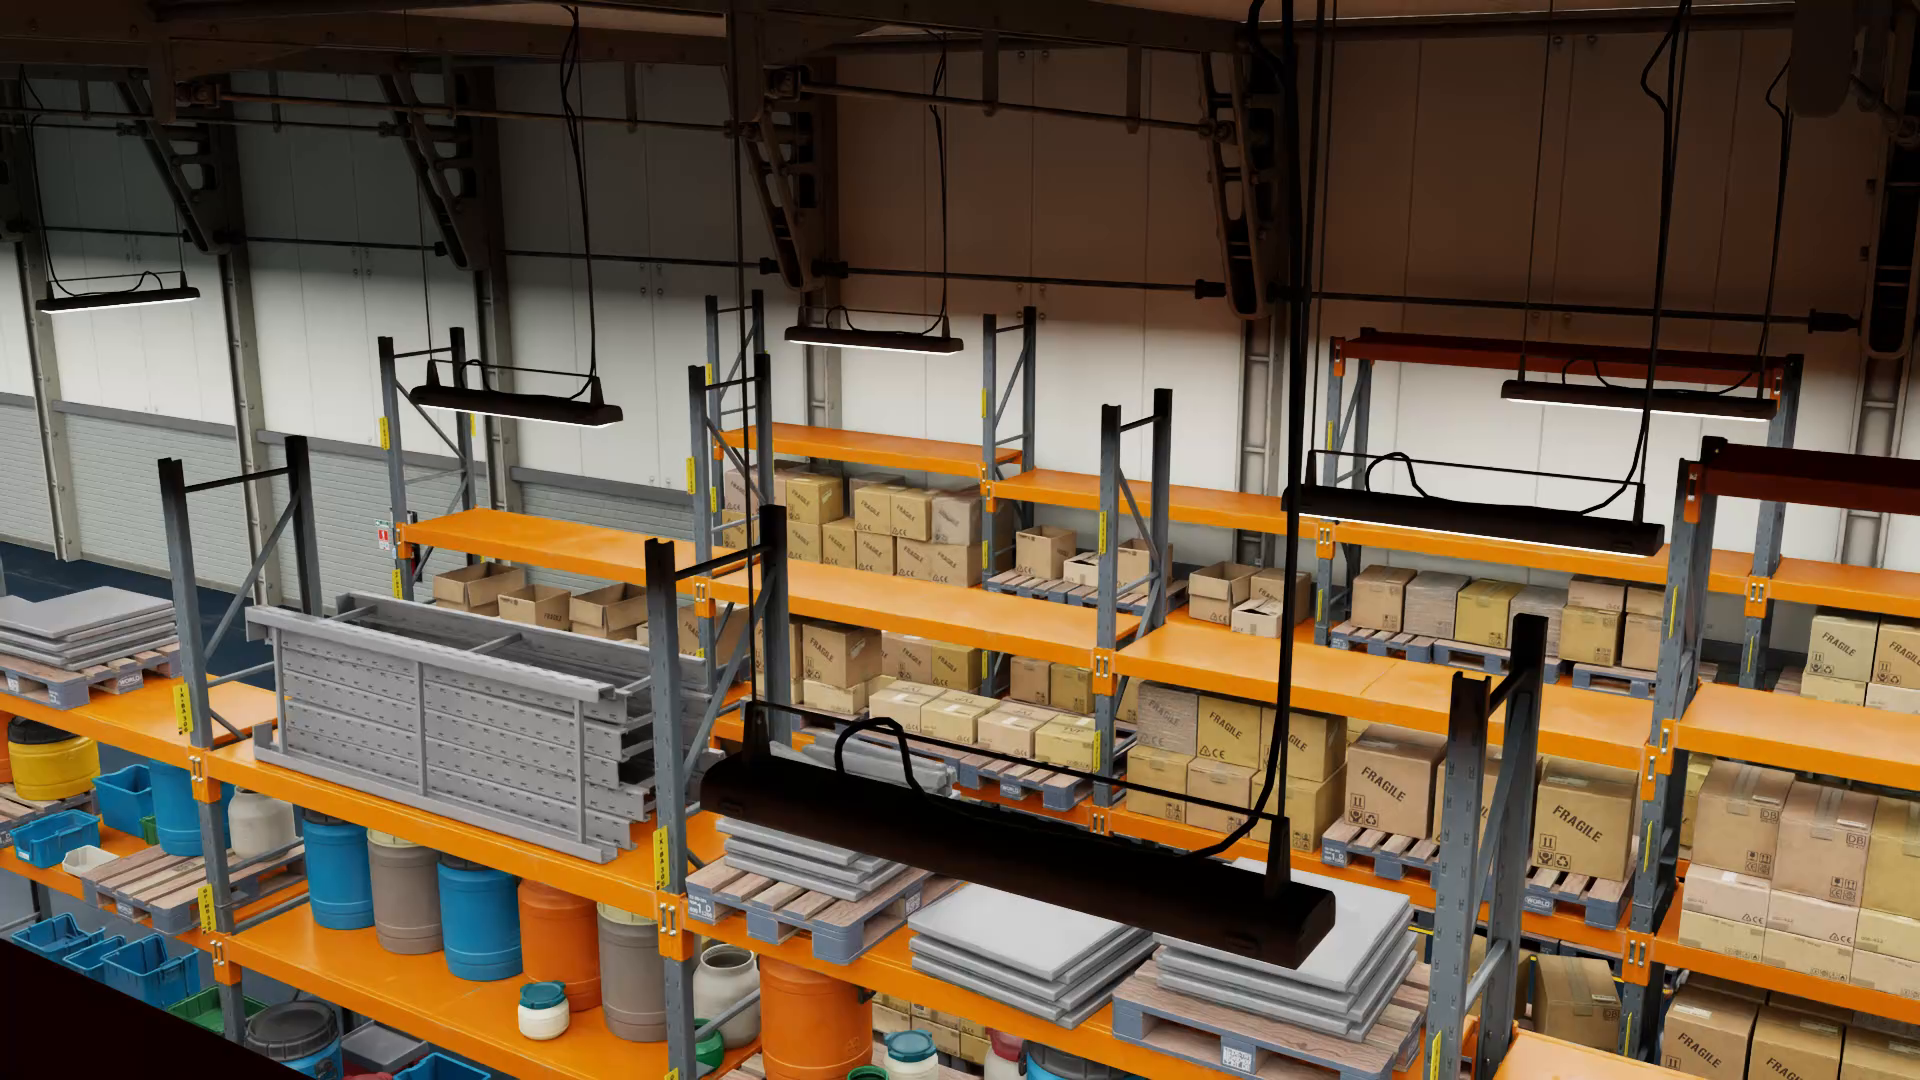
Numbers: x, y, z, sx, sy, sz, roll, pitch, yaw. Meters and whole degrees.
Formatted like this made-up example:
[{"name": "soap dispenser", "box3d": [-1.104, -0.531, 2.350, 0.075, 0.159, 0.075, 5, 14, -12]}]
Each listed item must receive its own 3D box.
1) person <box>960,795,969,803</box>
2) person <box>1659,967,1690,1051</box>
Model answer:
[{"name": "person", "box3d": [-0.110, 2.976, 17.762, 0.502, 1.670, 0.500, 9, 17, 33]}, {"name": "person", "box3d": [6.210, 3.988, 13.830, 0.749, 1.580, 0.634, 12, 19, 41]}]
